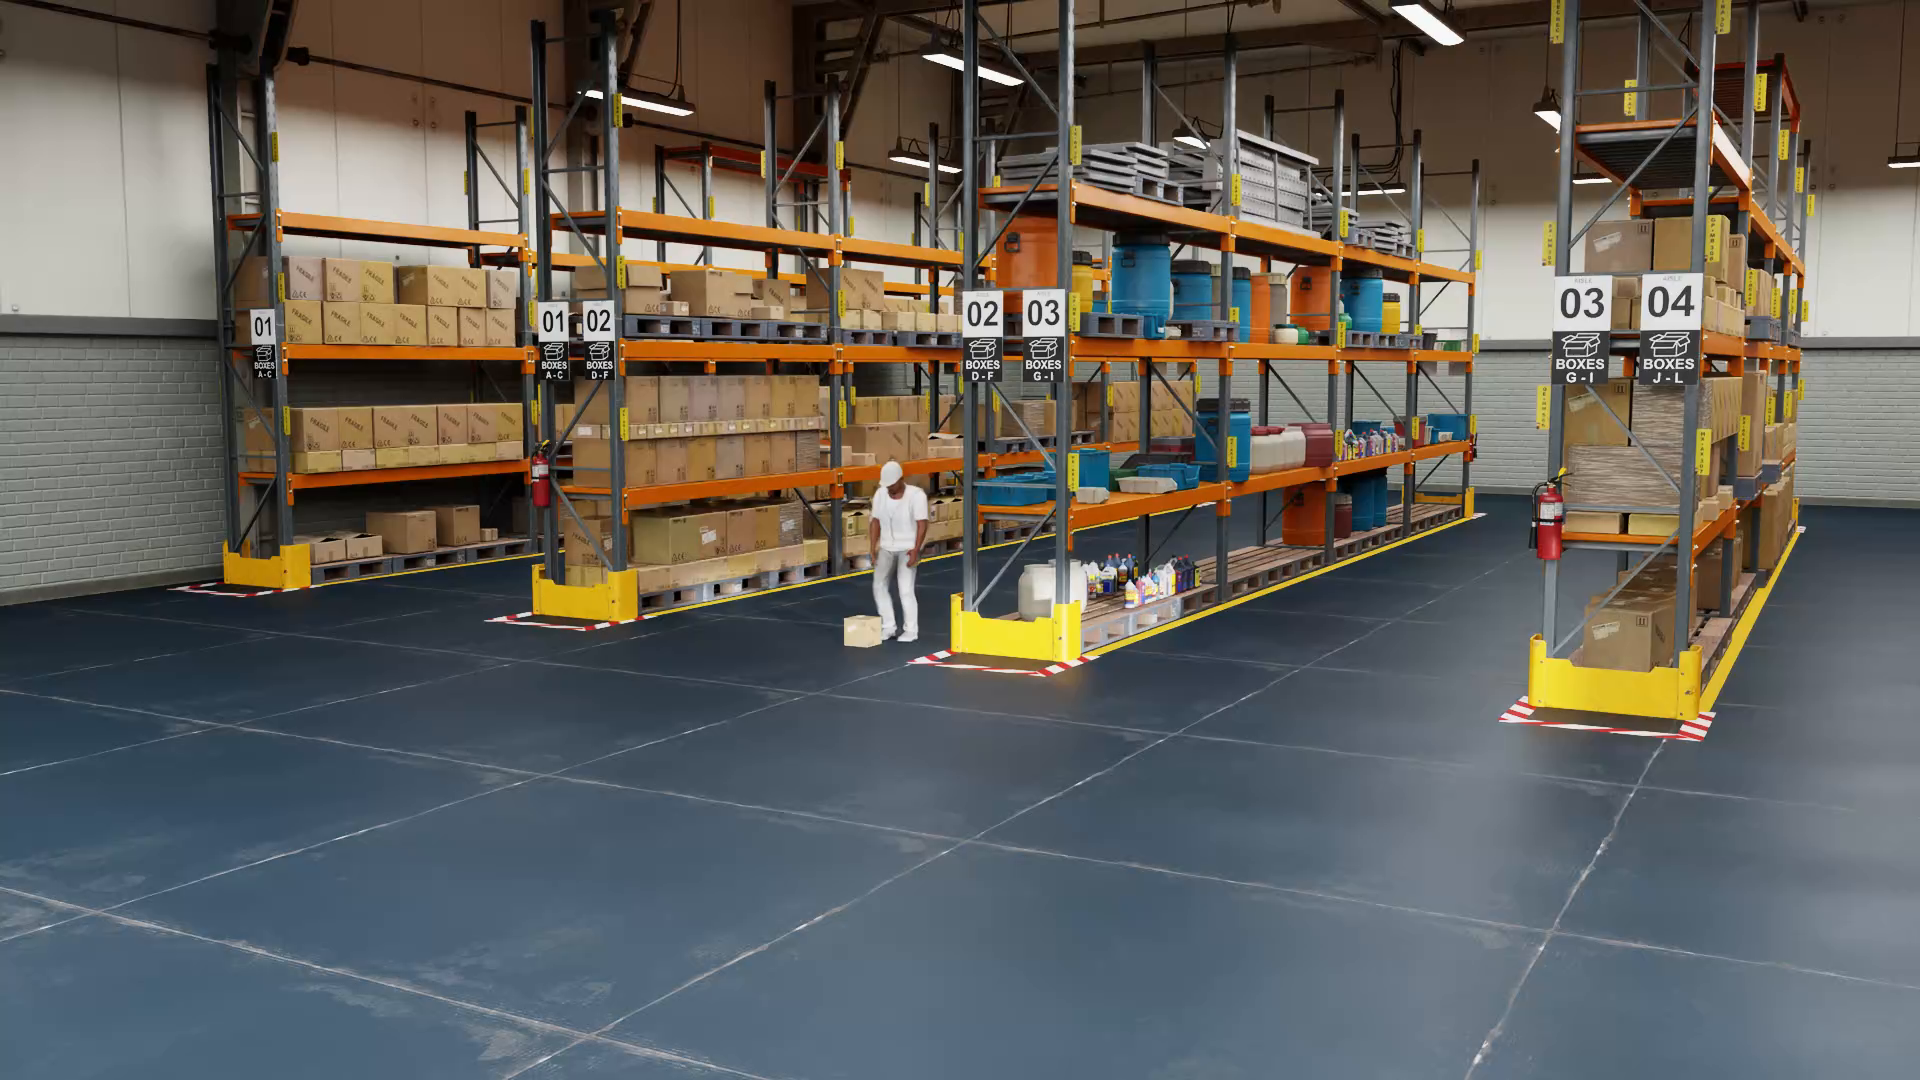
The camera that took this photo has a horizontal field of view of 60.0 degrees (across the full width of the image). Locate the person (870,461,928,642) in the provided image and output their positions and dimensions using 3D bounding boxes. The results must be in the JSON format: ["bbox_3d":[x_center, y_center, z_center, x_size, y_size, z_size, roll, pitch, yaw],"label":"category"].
[{"bbox_3d":[-0.573,0.100,15.485,0.602,1.683,0.511,3,7,30],"label":"person"}]
